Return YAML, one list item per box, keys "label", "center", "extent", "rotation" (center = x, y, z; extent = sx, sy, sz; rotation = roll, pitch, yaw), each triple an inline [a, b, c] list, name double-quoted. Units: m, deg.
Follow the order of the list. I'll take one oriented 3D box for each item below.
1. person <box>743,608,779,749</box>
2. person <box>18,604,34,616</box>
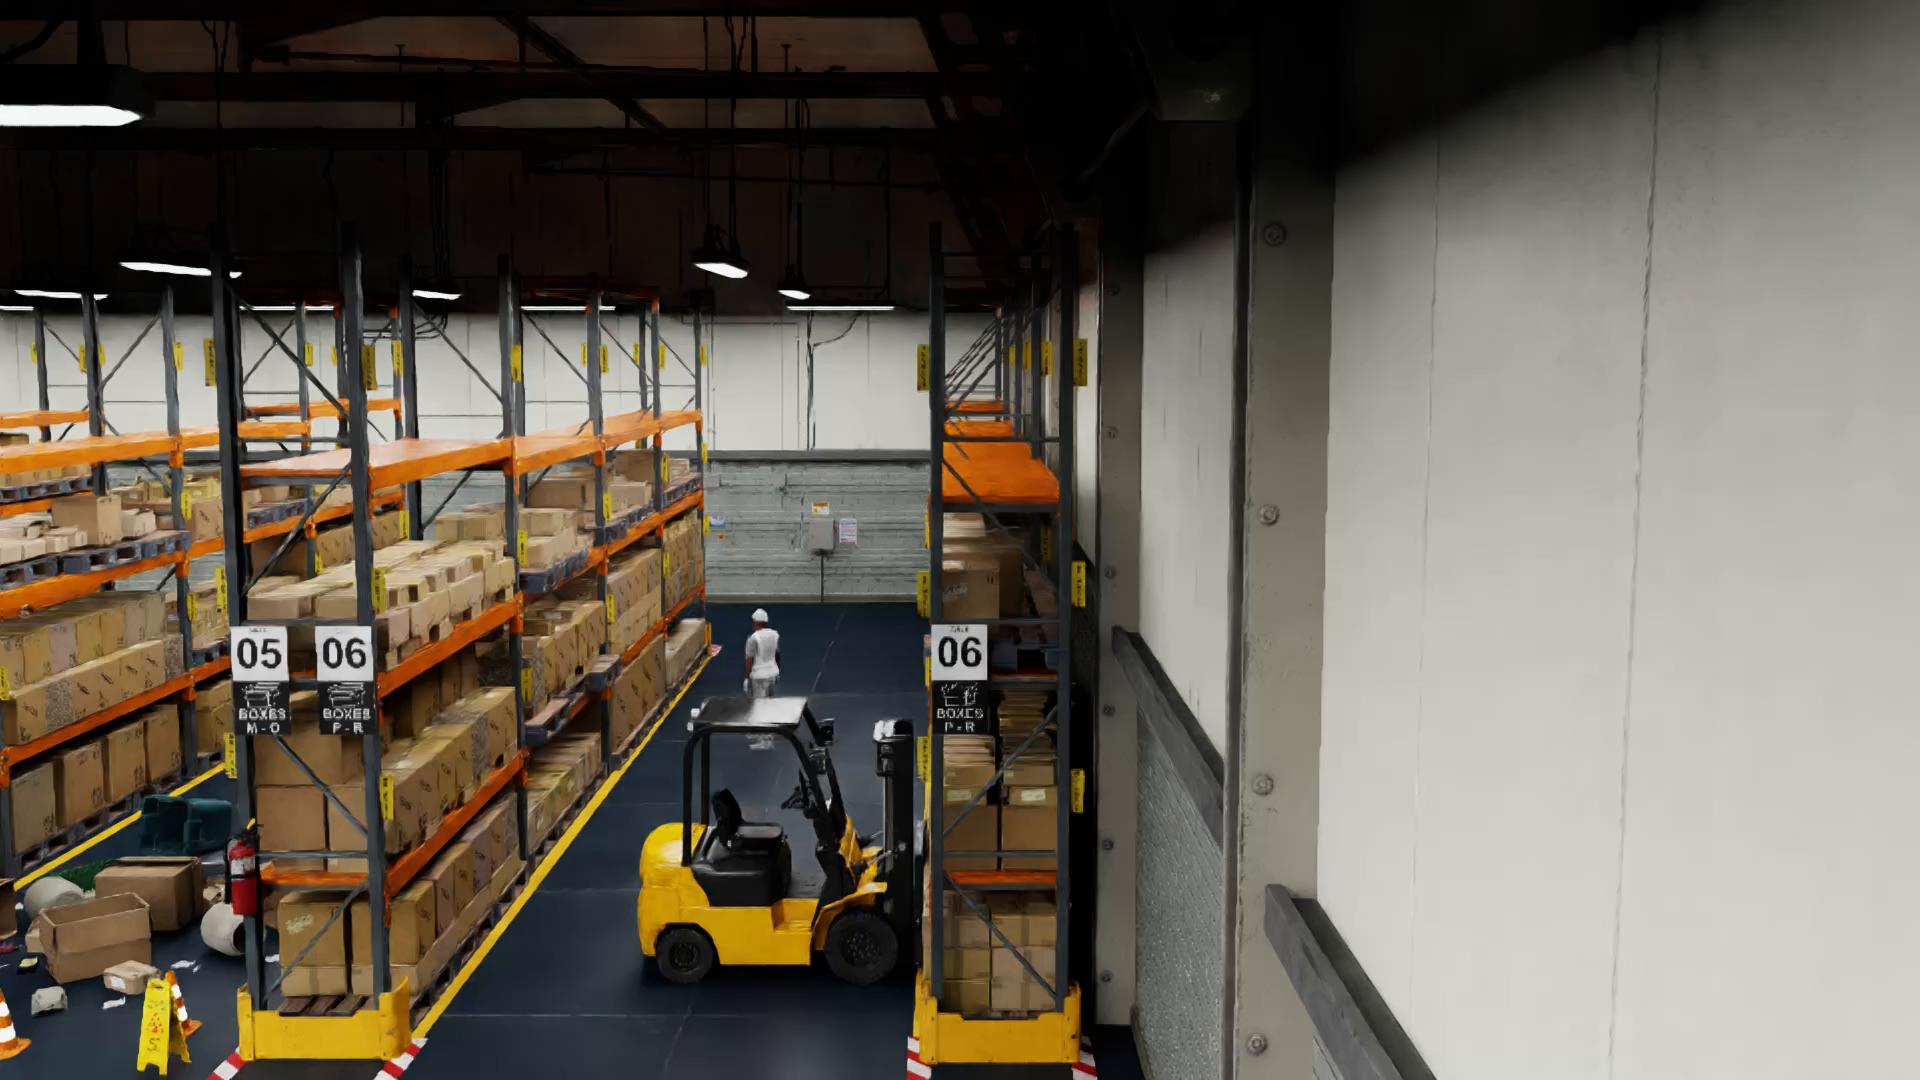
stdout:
- label: "person"
  center: [-2.584, 1.761, 21.493]
  extent: [0.584, 1.782, 0.665]
  rotation: [4, 8, 28]
- label: "person"
  center: [-12.885, 1.677, 23.120]
  extent: [0.598, 1.619, 0.506]
  rotation: [0, 7, -2]
